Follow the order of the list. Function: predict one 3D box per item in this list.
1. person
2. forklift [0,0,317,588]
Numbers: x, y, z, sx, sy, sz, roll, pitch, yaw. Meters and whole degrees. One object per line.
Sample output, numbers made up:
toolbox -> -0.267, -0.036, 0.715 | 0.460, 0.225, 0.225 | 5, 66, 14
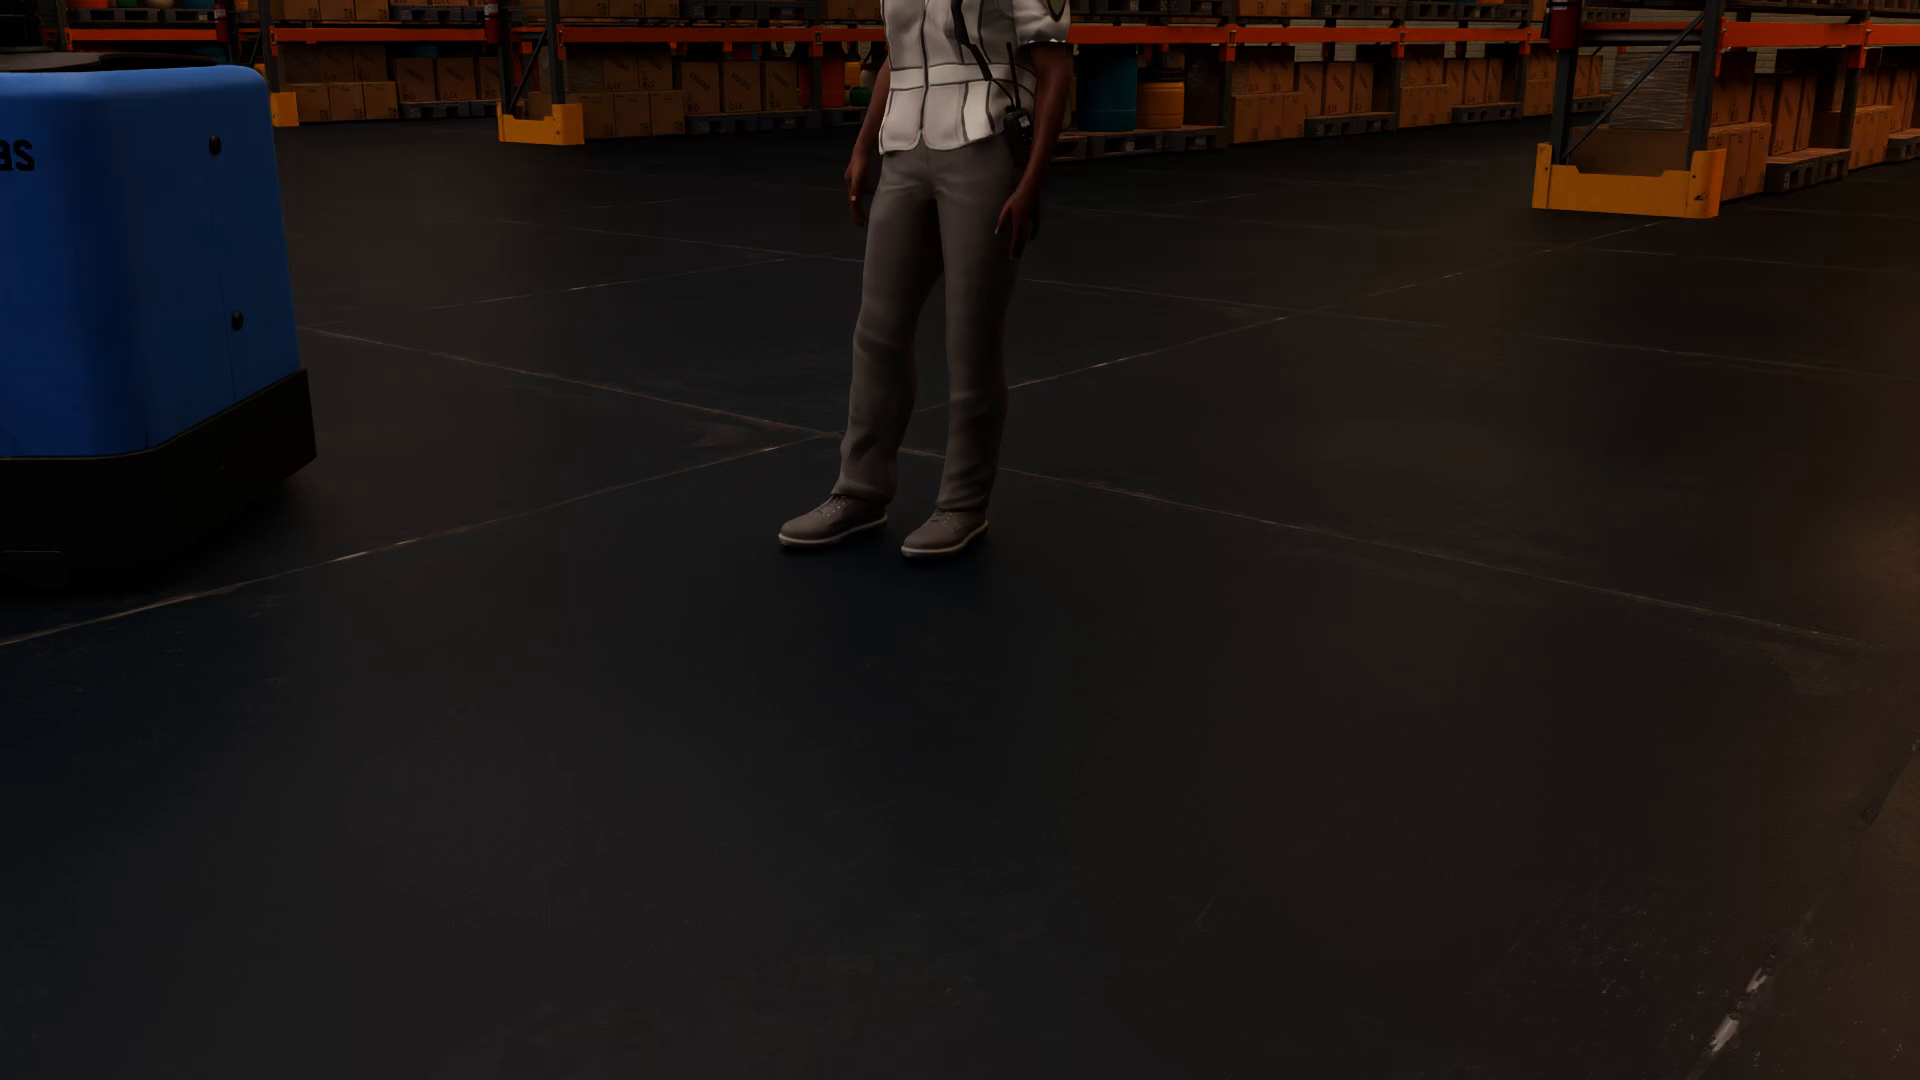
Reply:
person -> -0.063, -0.803, 3.651 | 0.570, 1.692, 0.530 | 13, 21, 37
forklift -> -3.213, -1.417, 3.563 | 3.031, 2.935, 1.130 | 0, 17, -1
